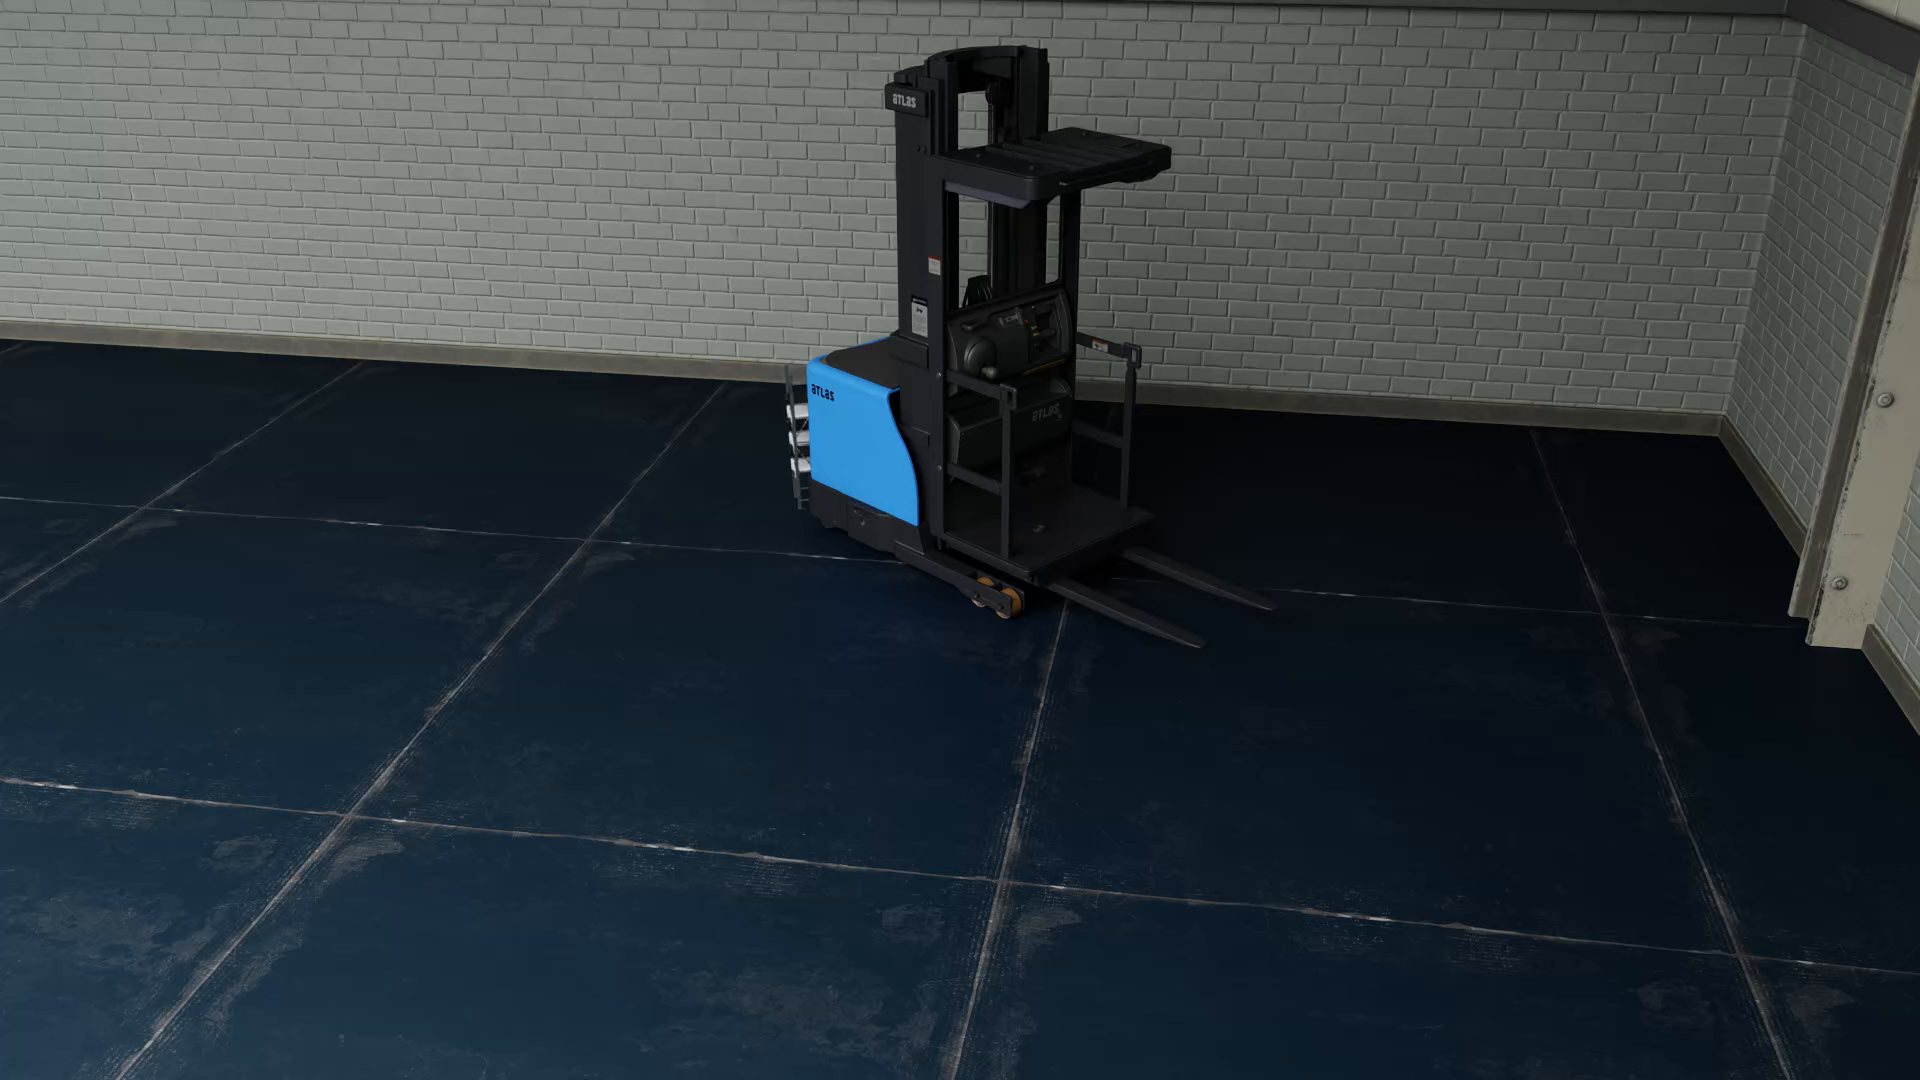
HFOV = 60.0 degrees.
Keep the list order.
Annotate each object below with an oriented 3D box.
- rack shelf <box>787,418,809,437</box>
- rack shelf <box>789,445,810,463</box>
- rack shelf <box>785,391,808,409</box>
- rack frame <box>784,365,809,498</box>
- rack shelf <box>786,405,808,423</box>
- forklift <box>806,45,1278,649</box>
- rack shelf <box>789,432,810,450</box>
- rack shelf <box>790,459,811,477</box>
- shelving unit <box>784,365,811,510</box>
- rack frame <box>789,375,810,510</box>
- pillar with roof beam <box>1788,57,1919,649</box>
[{"bbox_3d":[-0.955,-0.712,10.562,0.258,0.077,0.200,-7,24,-11],"label":"rack shelf"},{"bbox_3d":[-0.950,-0.547,10.633,0.258,0.077,0.200,-7,24,-11],"label":"rack shelf"},{"bbox_3d":[-0.960,-0.877,10.490,0.258,0.077,0.200,-7,24,-11],"label":"rack shelf"},{"bbox_3d":[-0.976,-0.699,10.675,0.240,0.900,0.006,-7,24,-11],"label":"rack frame"},{"bbox_3d":[-0.958,-0.795,10.526,0.258,0.077,0.200,-7,24,-11],"label":"rack shelf"},{"bbox_3d":[0.433,-1.134,9.216,1.130,2.935,3.031,-22,33,-39],"label":"forklift"},{"bbox_3d":[-0.952,-0.630,10.597,0.258,0.077,0.200,-7,24,-11],"label":"rack shelf"},{"bbox_3d":[-0.947,-0.465,10.669,0.258,0.077,0.200,-7,24,-11],"label":"rack shelf"},{"bbox_3d":[-0.953,-0.660,10.584,0.258,0.900,0.210,-7,24,-11],"label":"shelving unit"},{"bbox_3d":[-0.930,-0.621,10.493,0.240,0.900,0.006,-7,24,-11],"label":"rack frame"},{"bbox_3d":[0.542,-3.876,7.915,9.100,9.000,0.400,4,25,9],"label":"pillar with roof beam"}]
